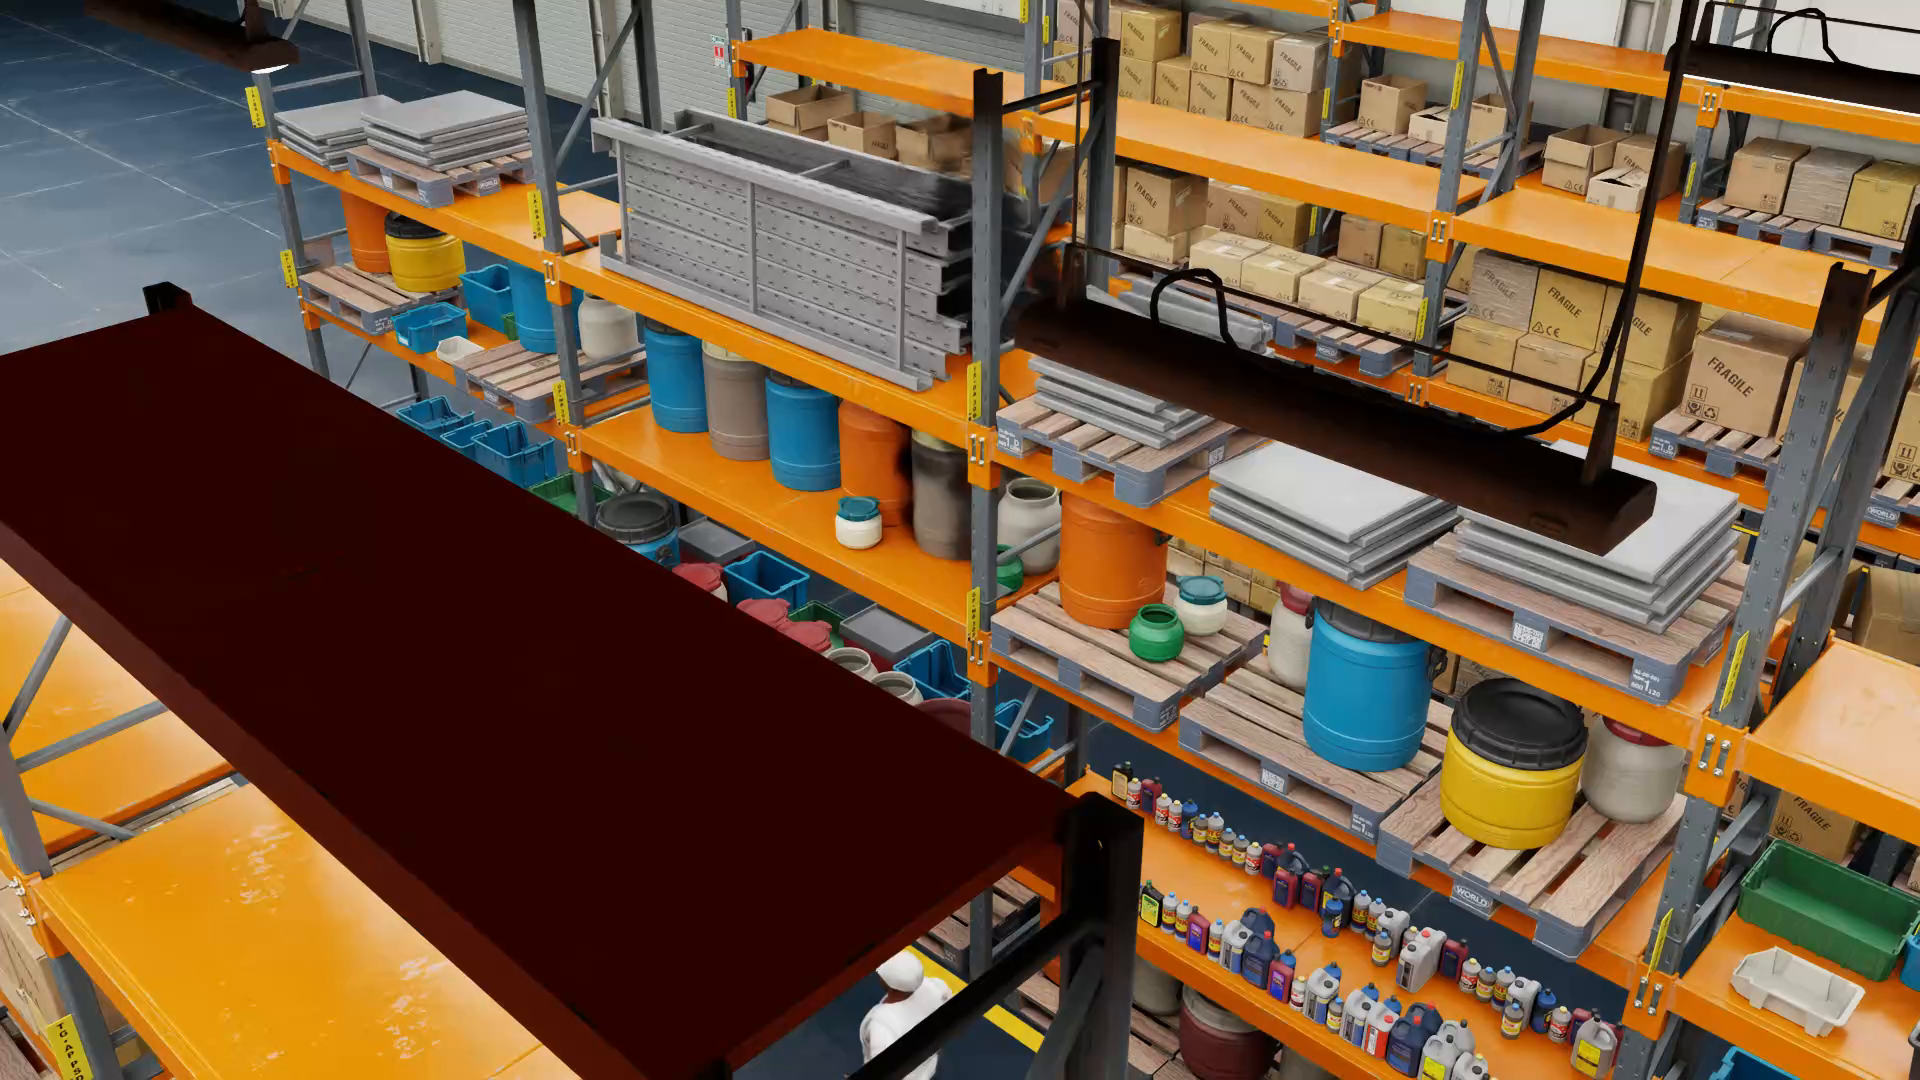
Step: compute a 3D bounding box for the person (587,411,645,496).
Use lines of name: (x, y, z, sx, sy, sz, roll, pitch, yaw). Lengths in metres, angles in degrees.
person: (-3.499, -1.082, 16.412, 0.808, 1.822, 0.660, 6, 30, 10)

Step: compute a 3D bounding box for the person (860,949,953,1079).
person: (-0.277, 2.855, 8.847, 0.598, 1.721, 0.702, 19, 35, 30)
